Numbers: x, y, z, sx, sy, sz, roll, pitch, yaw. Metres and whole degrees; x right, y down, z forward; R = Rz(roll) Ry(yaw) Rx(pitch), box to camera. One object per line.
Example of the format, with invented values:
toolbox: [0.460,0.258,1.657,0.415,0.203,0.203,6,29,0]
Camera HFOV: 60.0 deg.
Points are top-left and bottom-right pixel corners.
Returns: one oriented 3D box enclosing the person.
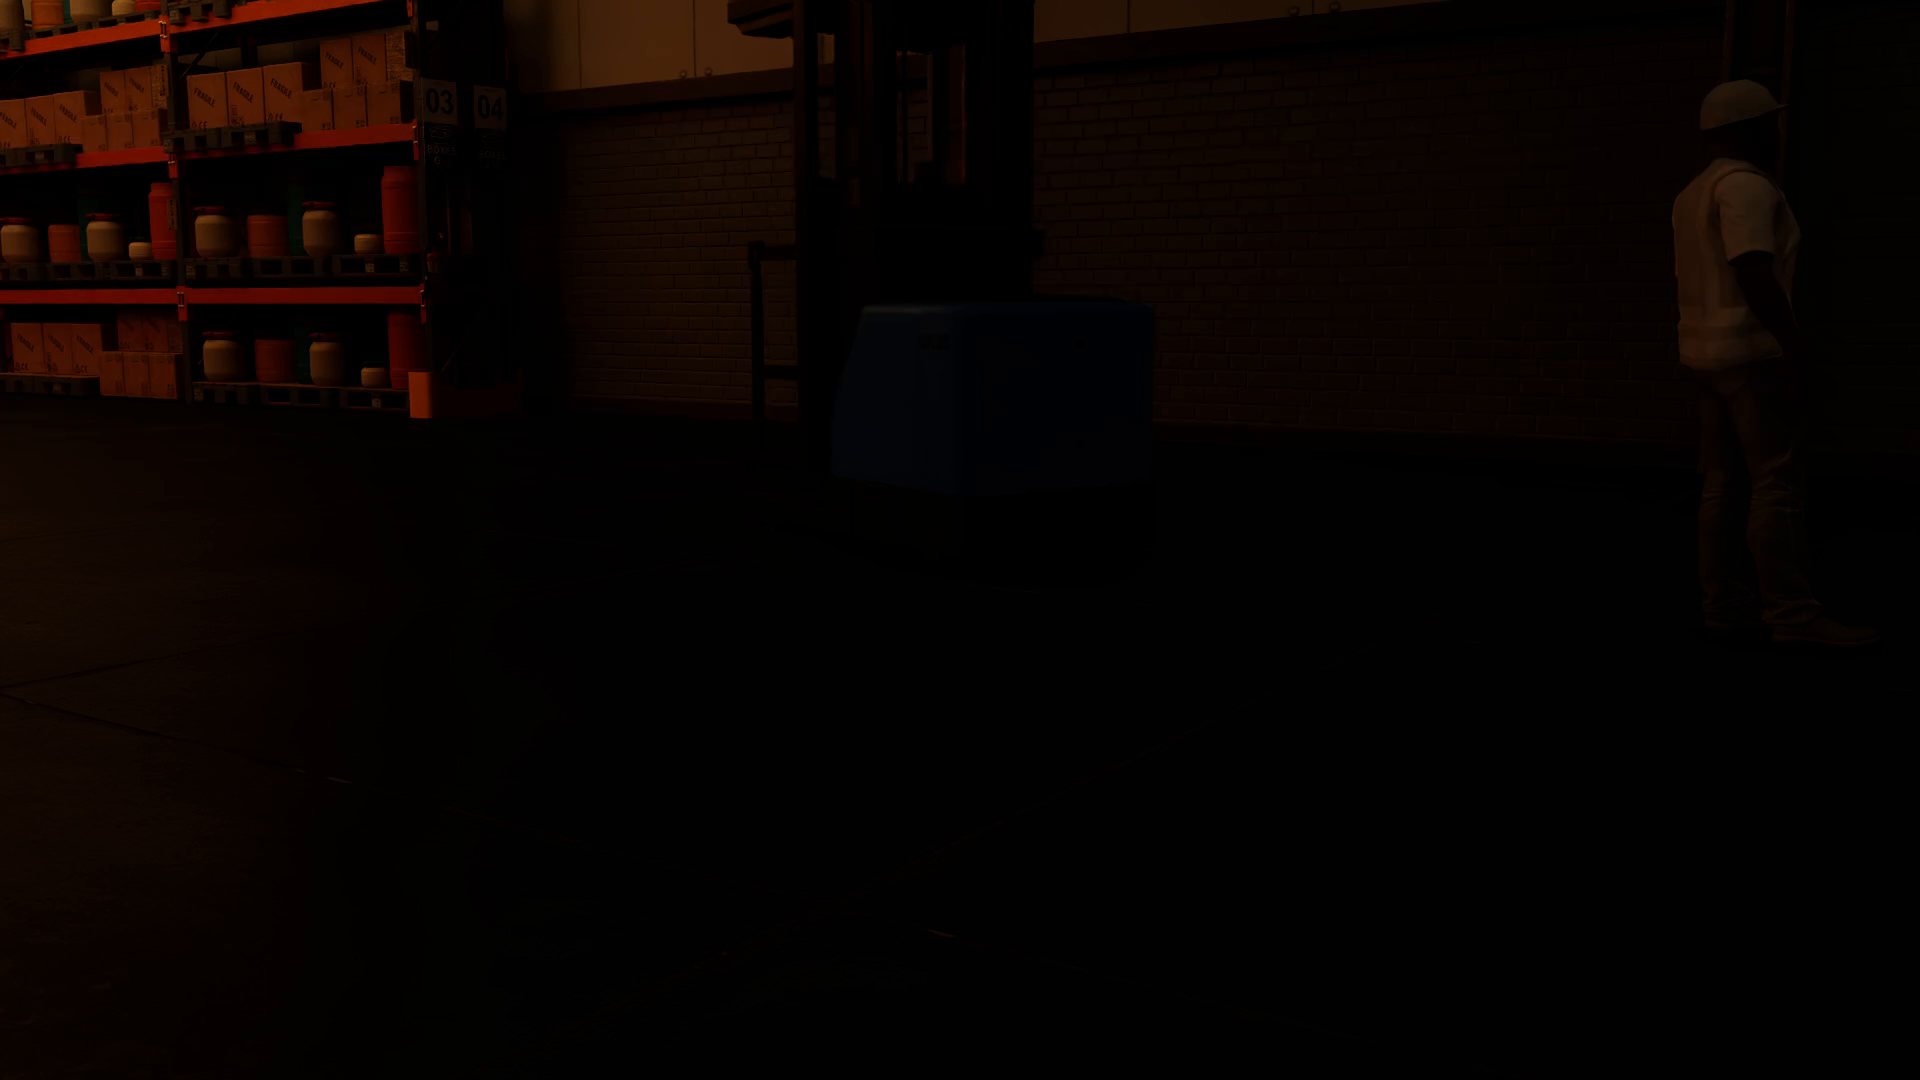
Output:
person: [2.587,-0.576,5.330,0.572,1.767,0.669,0,8,3]

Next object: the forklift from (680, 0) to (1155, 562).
forklift: [-0.410,-1.526,7.922,1.130,2.935,3.031,-6,10,-34]
